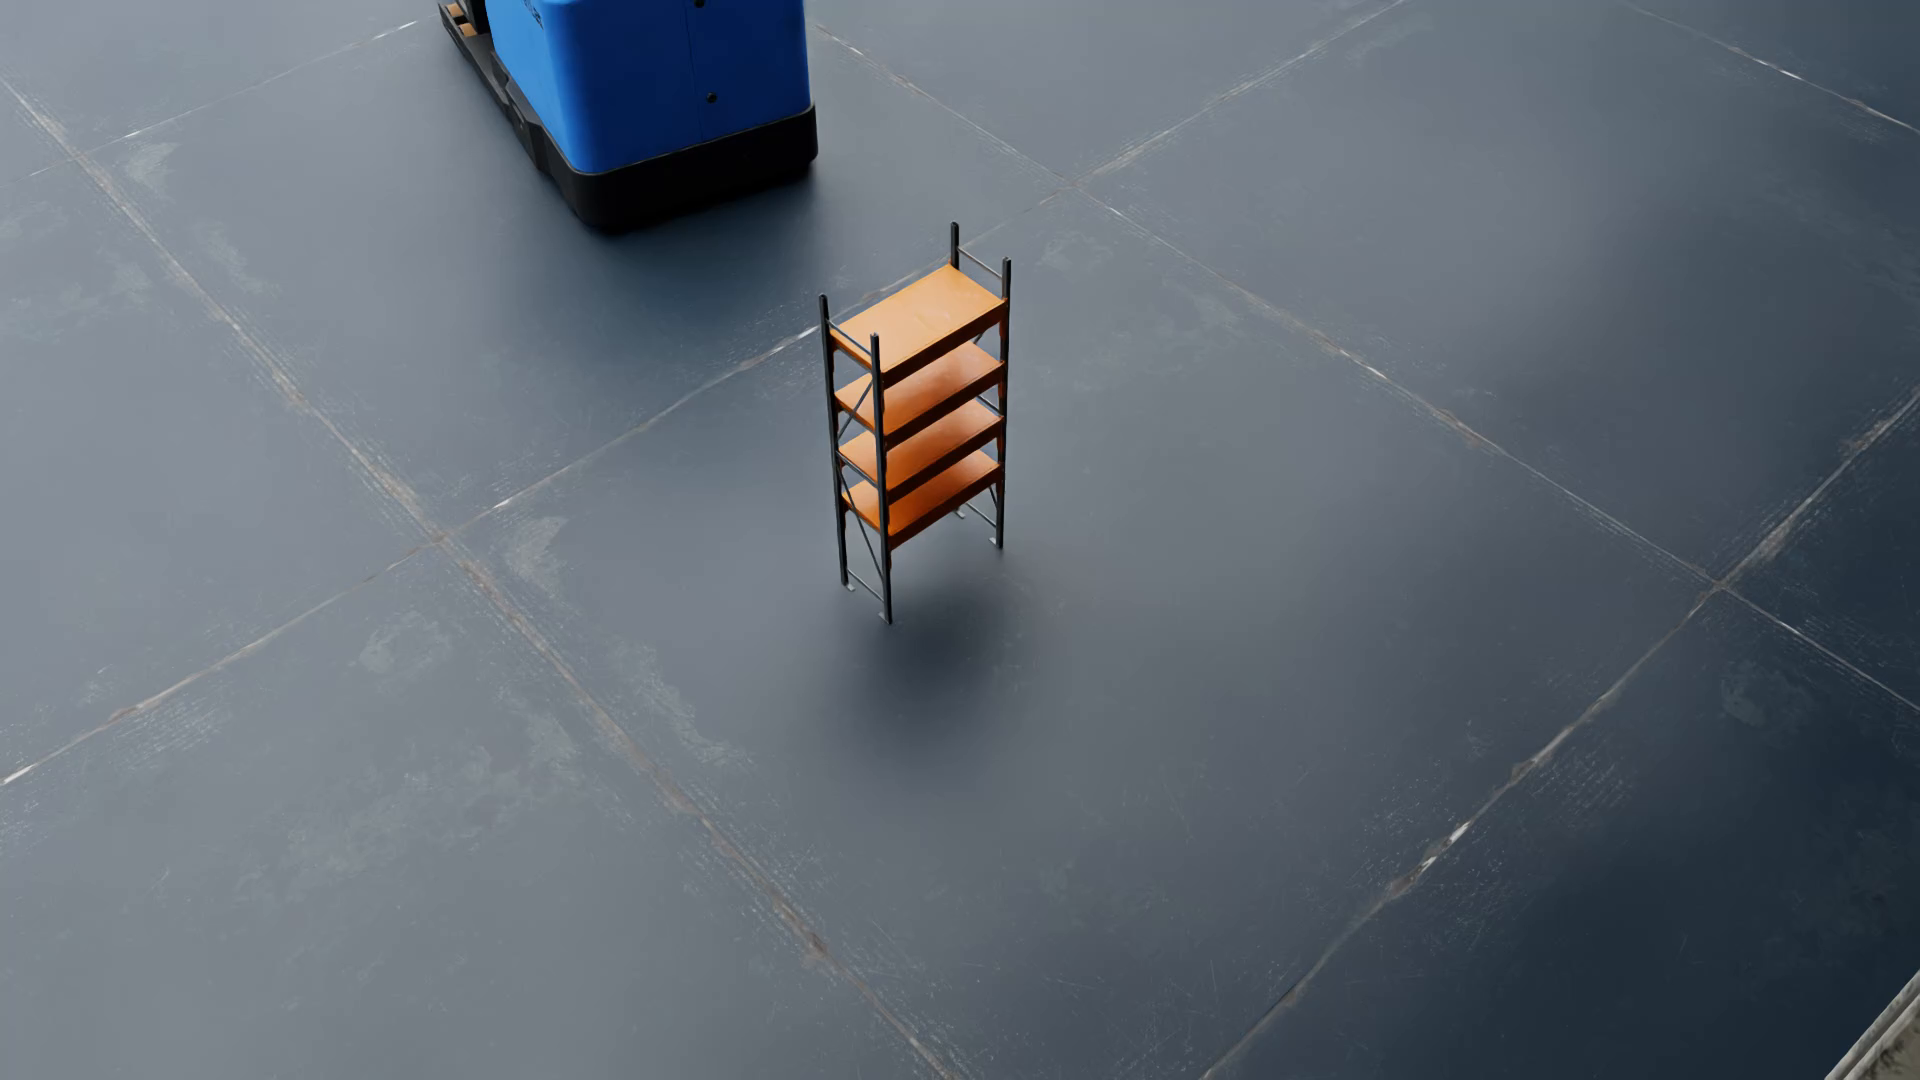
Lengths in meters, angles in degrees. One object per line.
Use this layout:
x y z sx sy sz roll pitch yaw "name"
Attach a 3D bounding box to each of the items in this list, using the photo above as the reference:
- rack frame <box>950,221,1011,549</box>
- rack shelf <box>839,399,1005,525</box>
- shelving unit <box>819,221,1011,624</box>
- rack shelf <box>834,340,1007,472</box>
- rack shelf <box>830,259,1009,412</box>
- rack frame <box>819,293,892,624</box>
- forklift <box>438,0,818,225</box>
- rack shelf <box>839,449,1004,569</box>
0.058 -0.446 5.174 0.015 1.200 0.240 -34 56 -27 "rack frame"
-0.122 -0.279 5.112 0.480 0.148 0.258 -34 56 -27 "rack shelf"
-0.122 -0.325 5.062 0.503 1.200 0.258 -34 56 -27 "shelving unit"
-0.122 -0.431 4.947 0.480 0.148 0.258 -34 56 -27 "rack shelf"
-0.122 -0.592 4.774 0.480 0.148 0.258 -34 56 -27 "rack shelf"
-0.303 -0.204 4.951 0.015 1.200 0.240 -34 56 -27 "rack frame"
-1.745 -3.334 6.661 1.130 2.935 3.031 -22 51 -19 "forklift"
-0.122 -0.145 5.258 0.480 0.148 0.258 -34 56 -27 "rack shelf"
